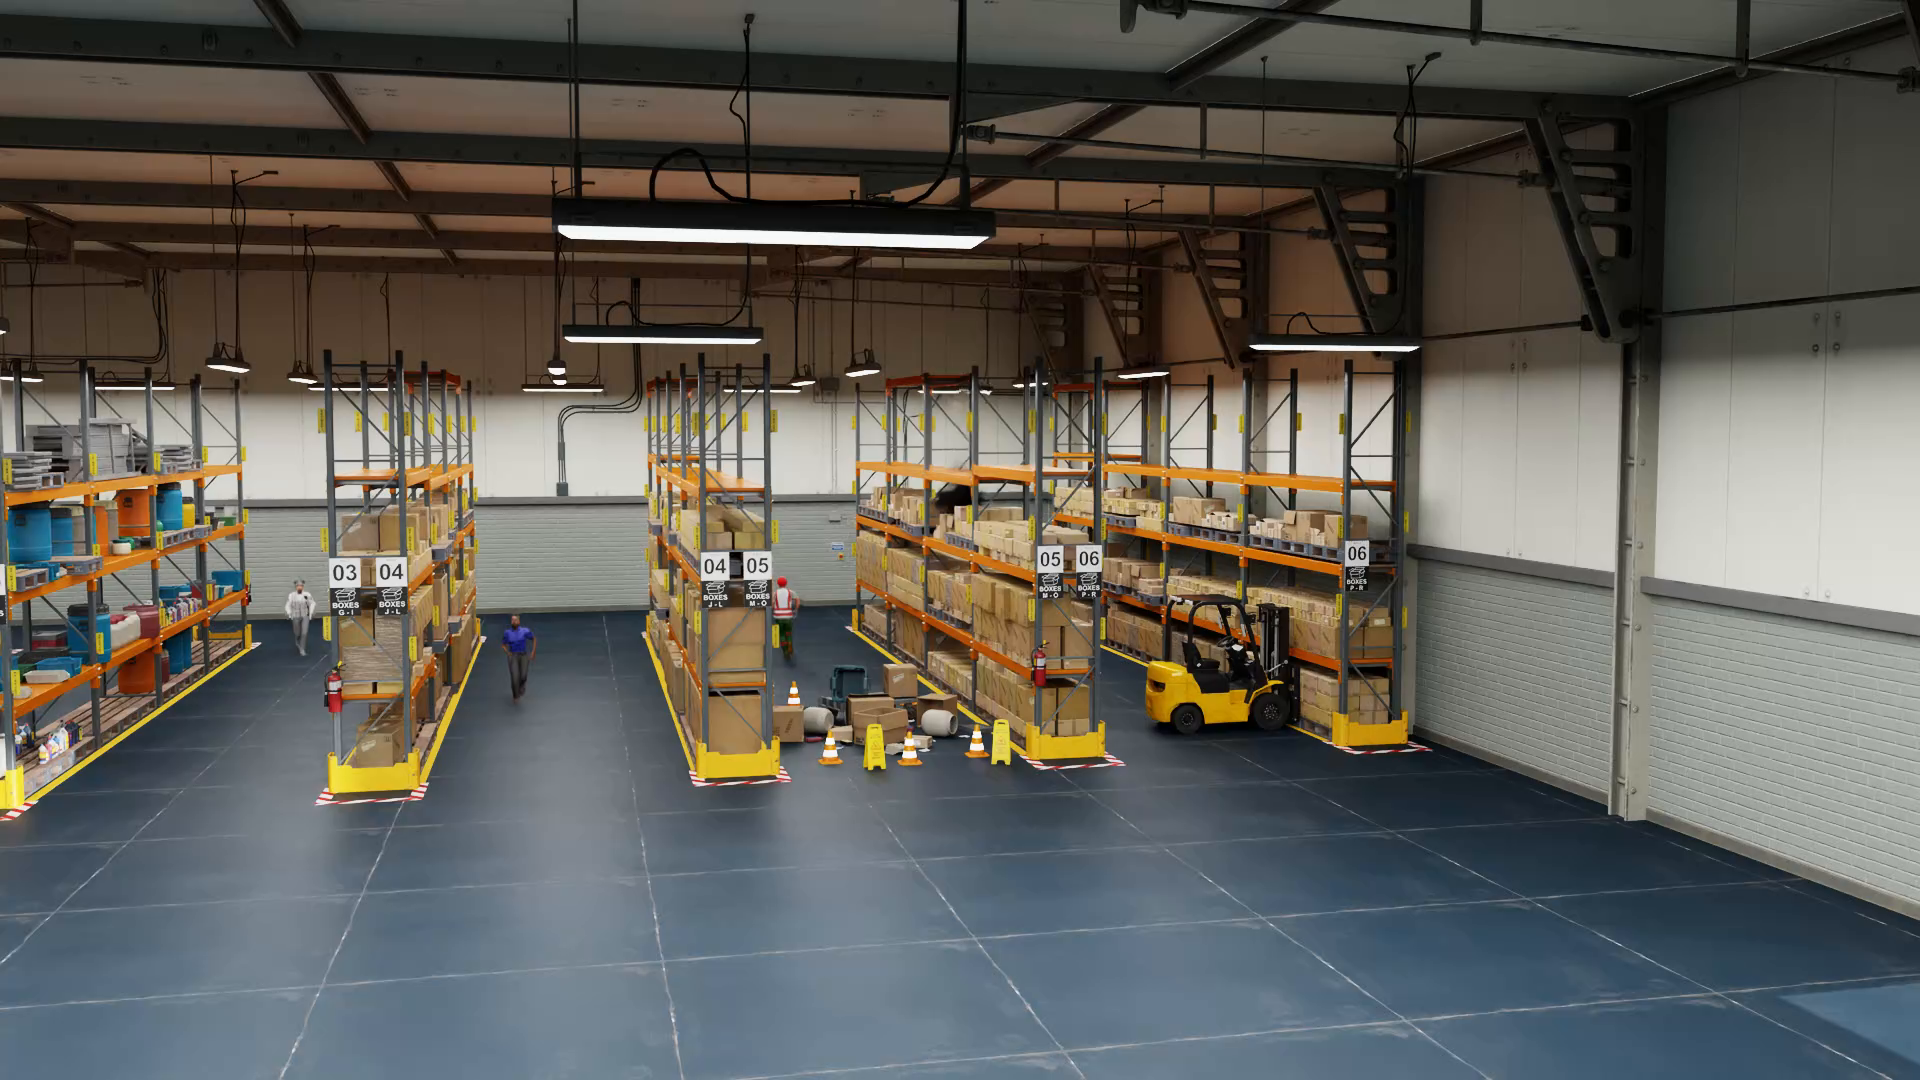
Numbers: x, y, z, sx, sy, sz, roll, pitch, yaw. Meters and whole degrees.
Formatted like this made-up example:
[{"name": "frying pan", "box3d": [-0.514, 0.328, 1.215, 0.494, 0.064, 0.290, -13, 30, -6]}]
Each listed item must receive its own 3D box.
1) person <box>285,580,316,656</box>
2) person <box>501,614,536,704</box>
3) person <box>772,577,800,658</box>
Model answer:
[{"name": "person", "box3d": [-14.358, 1.673, 36.226, 0.614, 1.662, 0.692, -2, 4, -22]}, {"name": "person", "box3d": [-7.900, 2.136, 29.760, 0.607, 1.616, 0.618, -1, 4, -11]}, {"name": "person", "box3d": [-3.789, 1.650, 35.665, 0.663, 1.736, 0.561, -1, 4, -15]}]
